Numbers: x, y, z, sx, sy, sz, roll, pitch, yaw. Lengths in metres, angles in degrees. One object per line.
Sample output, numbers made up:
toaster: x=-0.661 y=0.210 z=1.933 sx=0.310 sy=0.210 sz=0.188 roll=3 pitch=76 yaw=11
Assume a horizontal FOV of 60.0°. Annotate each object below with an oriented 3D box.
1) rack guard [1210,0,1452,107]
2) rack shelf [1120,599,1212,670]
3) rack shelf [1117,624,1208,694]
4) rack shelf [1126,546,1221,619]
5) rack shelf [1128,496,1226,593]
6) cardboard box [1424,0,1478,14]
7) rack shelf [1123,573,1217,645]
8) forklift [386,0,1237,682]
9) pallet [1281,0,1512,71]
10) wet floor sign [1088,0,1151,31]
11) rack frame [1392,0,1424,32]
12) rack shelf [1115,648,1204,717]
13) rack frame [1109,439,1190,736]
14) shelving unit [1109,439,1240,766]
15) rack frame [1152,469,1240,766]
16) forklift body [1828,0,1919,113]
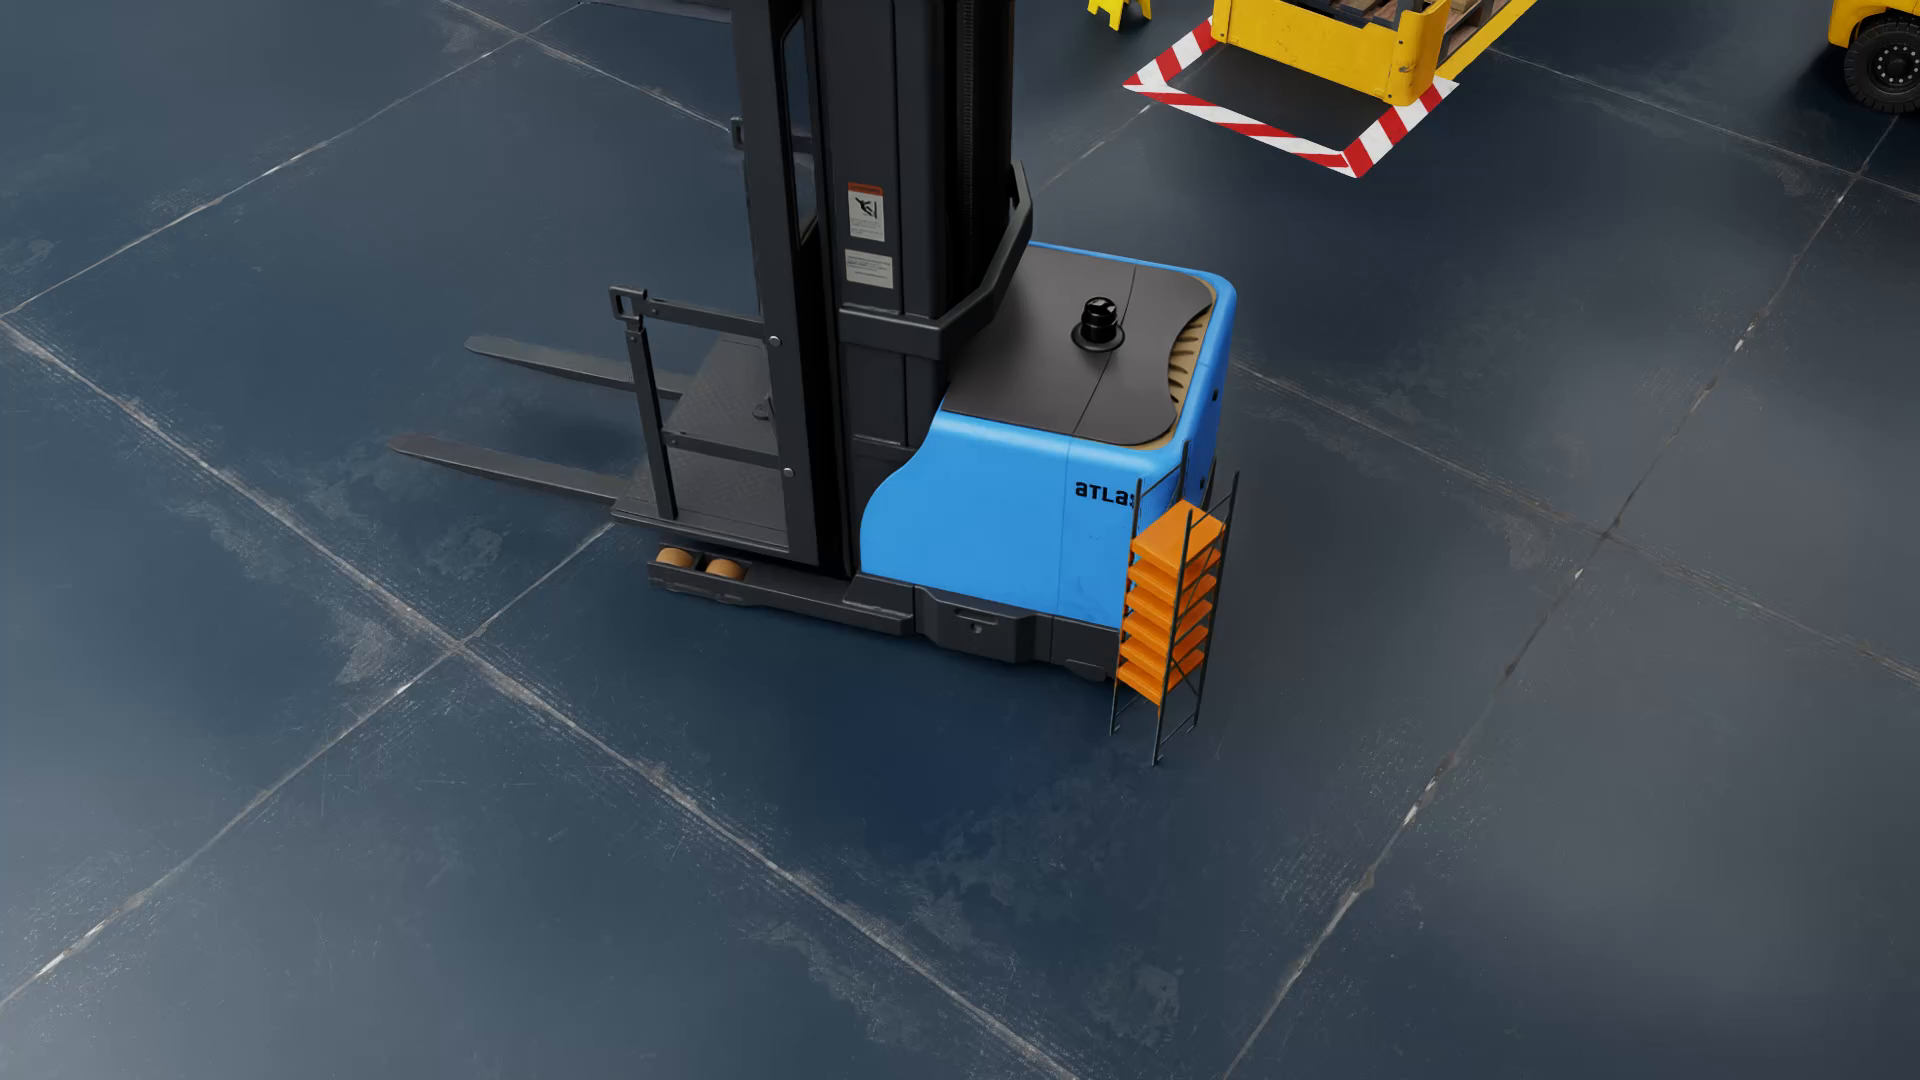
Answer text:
rack guard: x=1.868 y=-2.679 z=8.463 sx=1.175 sy=0.500 sz=0.348 roll=29 pitch=53 yaw=25
rack shelf: x=0.655 y=0.259 z=5.234 sx=0.180 sy=0.103 sz=0.258 roll=34 pitch=55 yaw=28
rack shelf: x=0.655 y=0.342 z=5.321 sx=0.180 sy=0.103 sz=0.258 roll=34 pitch=55 yaw=28
rack shelf: x=0.655 y=0.093 z=5.061 sx=0.180 sy=0.103 sz=0.258 roll=34 pitch=55 yaw=28
rack shelf: x=0.655 y=0.011 z=4.974 sx=0.180 sy=0.103 sz=0.258 roll=34 pitch=55 yaw=28
cardboard box: x=2.533 y=-3.033 z=8.684 sx=0.500 sy=0.250 sz=0.500 roll=29 pitch=53 yaw=25
rack shelf: x=0.655 y=0.176 z=5.147 sx=0.180 sy=0.103 sz=0.258 roll=34 pitch=55 yaw=28
forklift: x=-0.626 y=-1.136 z=5.308 sx=3.031 sy=2.935 sz=1.130 roll=12 pitch=48 yaw=11
pallet: x=2.392 y=-3.028 z=8.997 sx=1.003 sy=0.211 sz=1.213 roll=29 pitch=53 yaw=25
wet floor sign: x=0.858 y=-3.050 z=8.717 sx=0.232 sy=0.644 sz=0.267 roll=-25 pitch=51 yaw=-22
rack frame: x=1.821 y=-3.499 z=7.518 sx=1.000 sy=3.000 sz=0.127 roll=29 pitch=53 yaw=25
rack shelf: x=0.655 y=0.425 z=5.408 sx=0.180 sy=0.103 sz=0.258 roll=34 pitch=55 yaw=28
rack frame: x=0.589 y=0.183 z=5.245 sx=0.006 sy=1.200 sz=0.240 roll=34 pitch=55 yaw=28
shelving unit: x=0.655 y=0.228 z=5.202 sx=0.189 sy=1.200 sz=0.258 roll=34 pitch=55 yaw=28
rack frame: x=0.722 y=0.274 z=5.159 sx=0.006 sy=1.200 sz=0.240 roll=34 pitch=55 yaw=28
forklift body: x=5.467 y=-2.905 z=7.537 sx=2.313 sy=2.155 sz=1.214 roll=29 pitch=53 yaw=25
